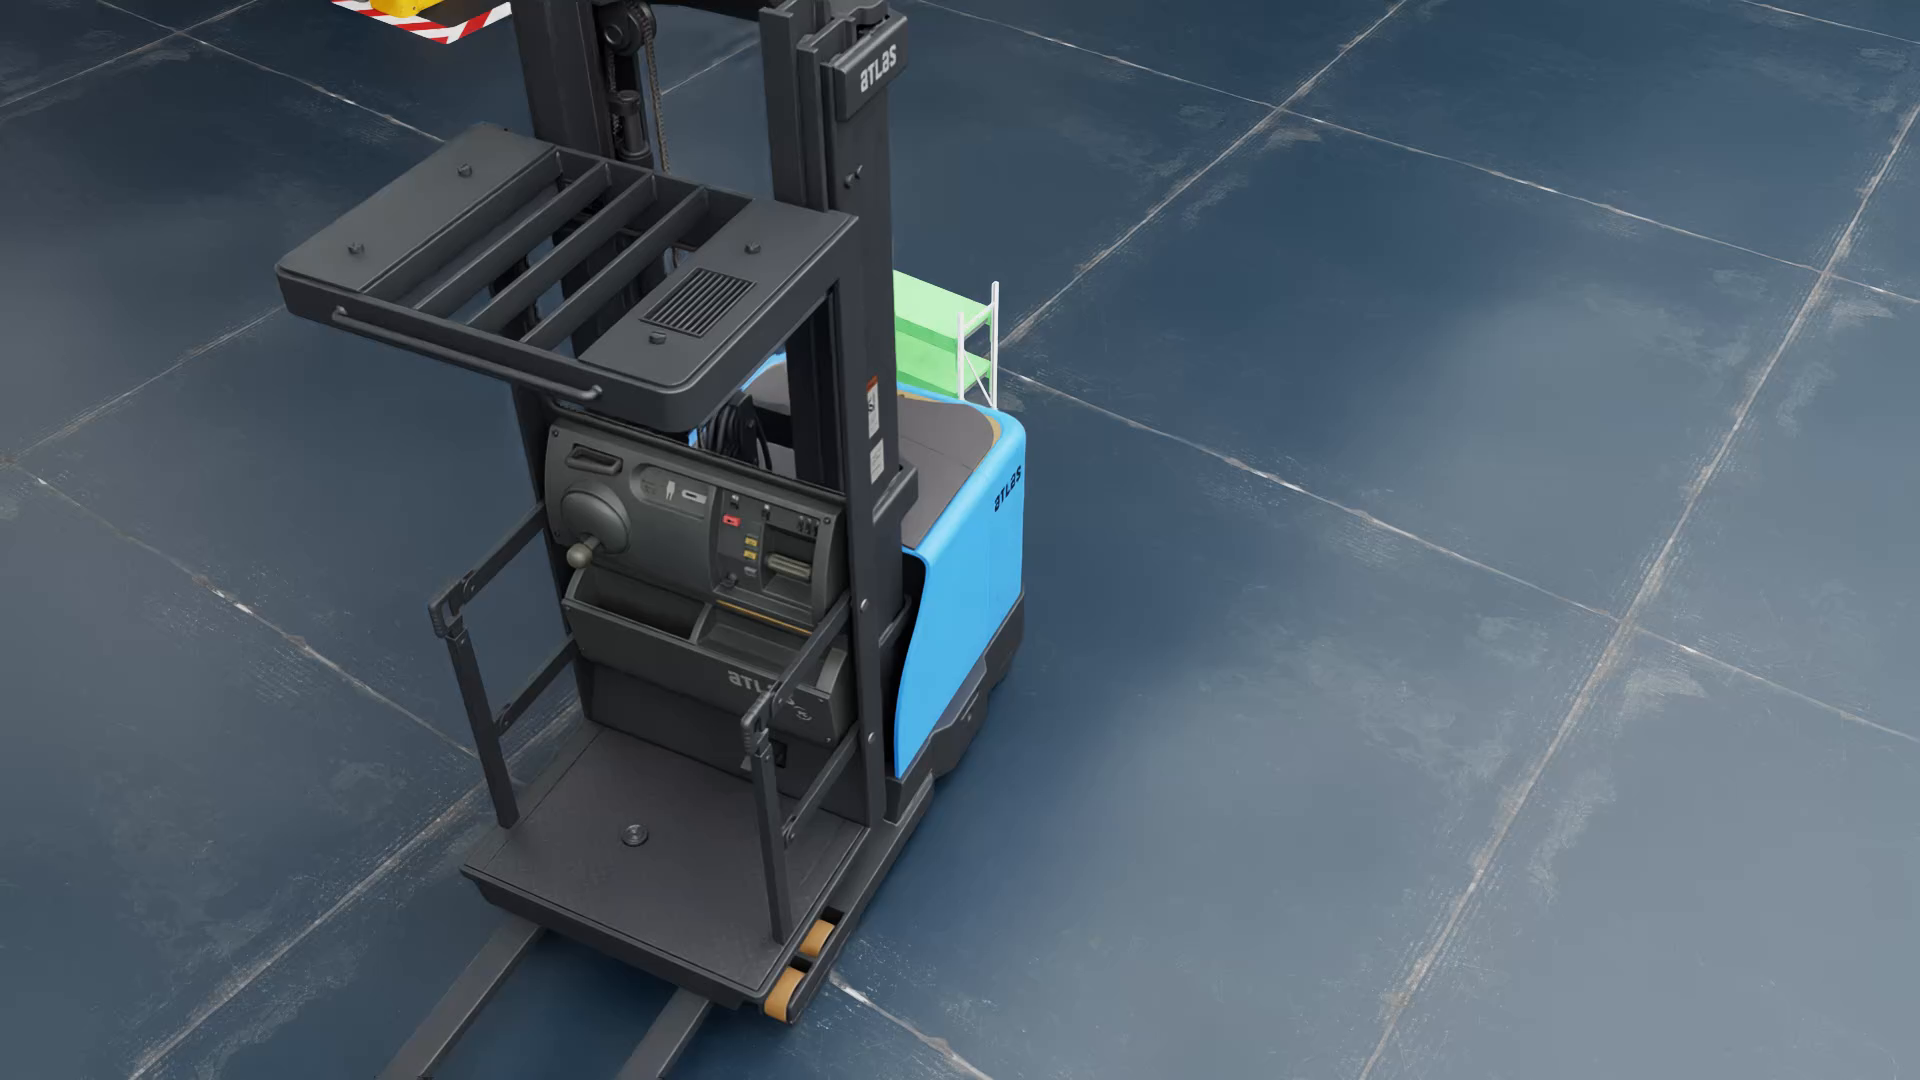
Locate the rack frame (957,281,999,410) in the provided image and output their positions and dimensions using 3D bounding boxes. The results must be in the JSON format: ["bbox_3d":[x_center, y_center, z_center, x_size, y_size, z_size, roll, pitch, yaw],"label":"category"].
[{"bbox_3d":[0.064,-0.417,6.316,0.015,1.200,0.240,25,48,25],"label":"rack frame"}]

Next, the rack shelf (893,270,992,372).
[{"bbox_3d":[-0.136,-0.821,6.143,0.480,0.148,0.258,25,48,25],"label":"rack shelf"}]

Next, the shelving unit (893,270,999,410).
[{"bbox_3d":[-0.136,-0.511,6.421,0.503,1.200,0.258,25,48,25],"label":"shelving unit"}]

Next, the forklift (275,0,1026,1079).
[{"bbox_3d":[-0.854,0.044,4.503,1.130,2.935,3.031,18,45,19],"label":"forklift"}]

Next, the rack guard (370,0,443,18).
[{"bbox_3d":[-3.279,-3.818,10.642,0.348,0.500,1.175,25,48,25],"label":"rack guard"}]

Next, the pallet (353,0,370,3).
[{"bbox_3d":[-3.999,-3.983,11.043,1.213,0.211,1.003,25,48,25],"label":"pallet"}]

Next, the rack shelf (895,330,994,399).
[{"bbox_3d":[-0.136,-0.642,6.303,0.480,0.148,0.258,25,48,25],"label":"rack shelf"}]
